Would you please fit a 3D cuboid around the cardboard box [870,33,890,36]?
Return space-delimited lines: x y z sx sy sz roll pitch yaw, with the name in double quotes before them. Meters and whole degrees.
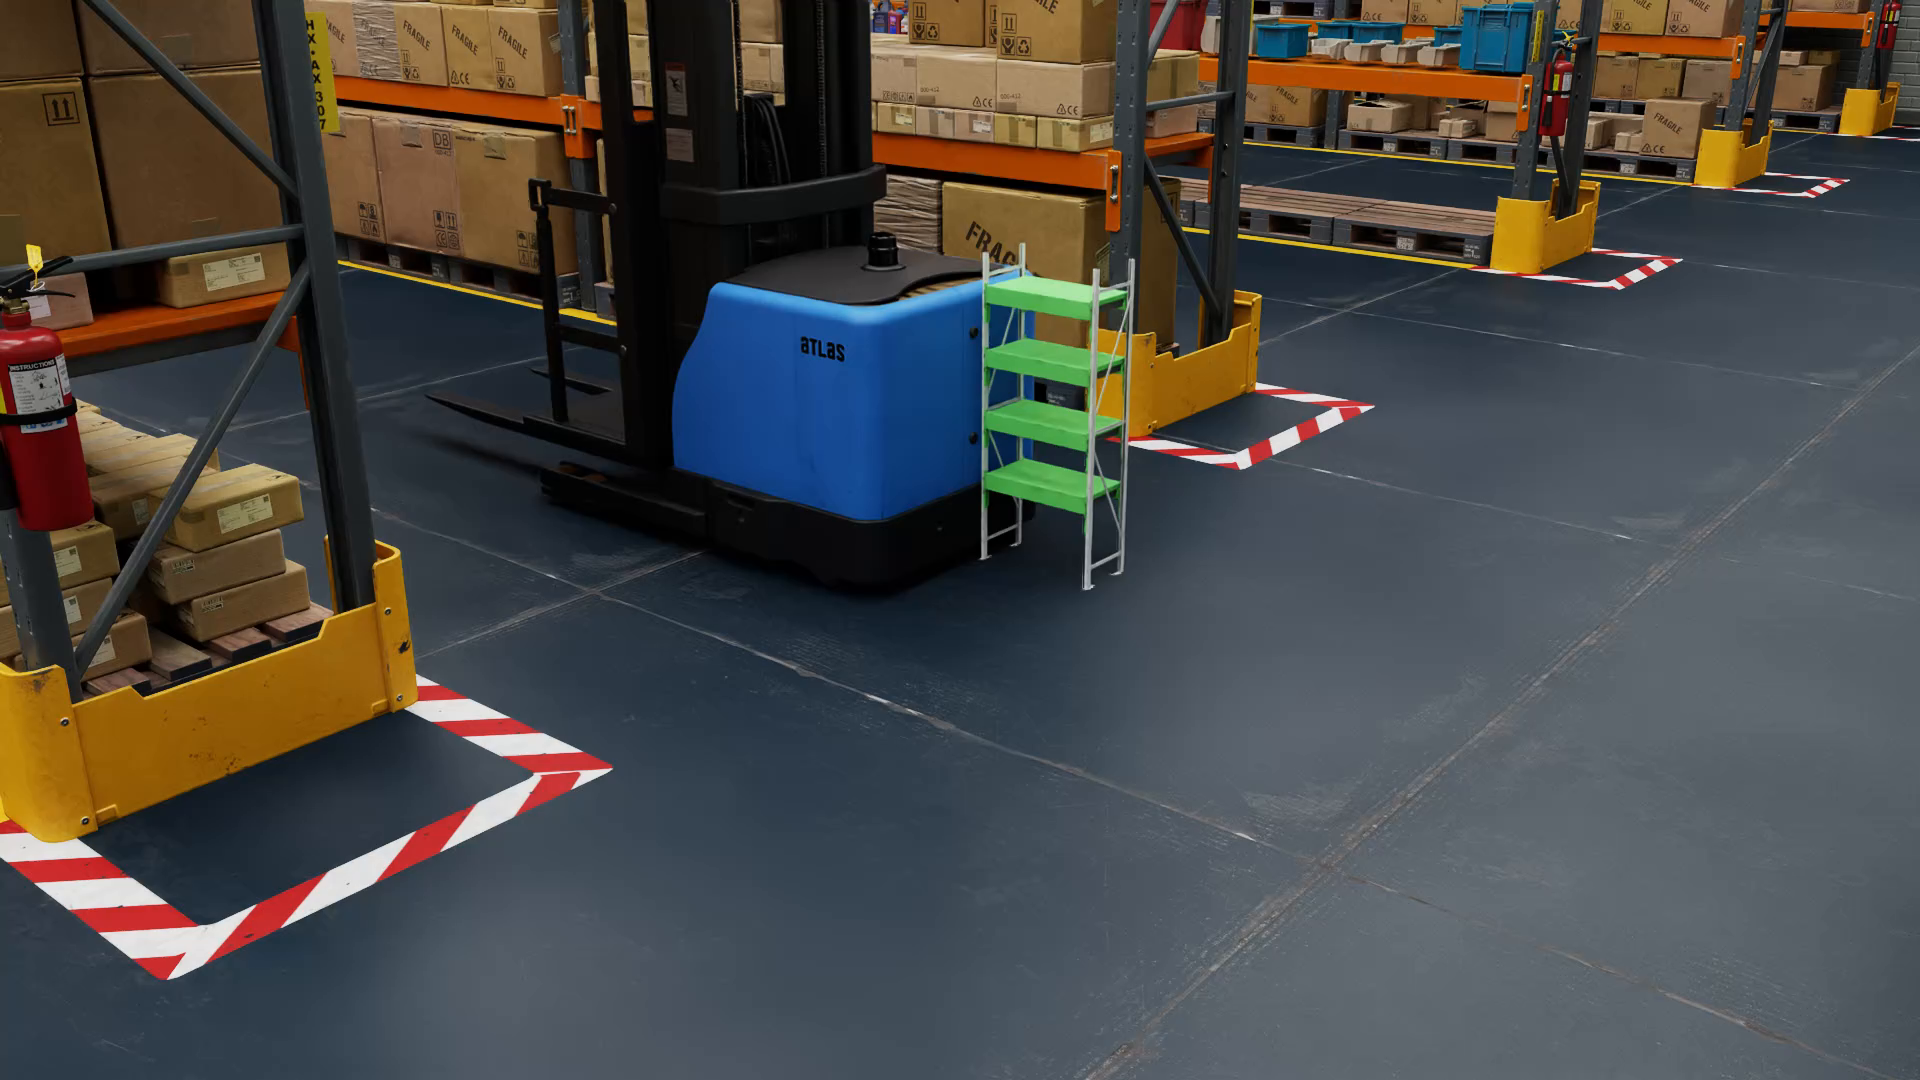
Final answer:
"cardboard box" -0.727 -2.795 9.620 0.500 0.250 0.500 17 26 37

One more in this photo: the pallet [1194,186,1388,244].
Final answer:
"pallet" 2.643 -2.605 13.277 1.213 0.211 1.003 16 26 36

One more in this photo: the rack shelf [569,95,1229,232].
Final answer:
"rack shelf" -0.483 -2.199 9.267 4.000 0.370 1.077 16 26 36

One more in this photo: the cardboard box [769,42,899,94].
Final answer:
"cardboard box" -0.670 -2.536 8.932 0.500 0.250 0.500 16 26 36

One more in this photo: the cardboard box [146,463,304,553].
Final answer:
"cardboard box" -2.339 -0.106 5.301 0.250 0.149 0.380 15 25 34

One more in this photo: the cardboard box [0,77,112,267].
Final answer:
"cardboard box" -2.659 -0.972 4.430 0.500 0.500 0.500 17 26 37

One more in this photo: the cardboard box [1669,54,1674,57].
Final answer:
"cardboard box" 8.700 -6.034 20.445 0.250 0.149 0.380 16 26 37

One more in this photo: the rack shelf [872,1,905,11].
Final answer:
"rack shelf" -0.414 -6.691 21.179 4.000 0.370 1.077 16 26 36

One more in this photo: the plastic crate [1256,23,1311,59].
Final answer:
"plastic crate" 2.445 -3.781 12.595 0.300 0.233 0.416 16 26 36

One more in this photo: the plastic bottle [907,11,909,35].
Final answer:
"plastic bottle" -0.368 -4.553 14.666 0.135 0.276 0.152 16 26 36

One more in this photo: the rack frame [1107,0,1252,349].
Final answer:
"rack frame" 1.066 -2.089 7.957 0.127 3.000 1.000 16 26 36

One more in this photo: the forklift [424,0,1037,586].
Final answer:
"forklift" -1.154 -1.609 6.780 3.031 2.935 1.130 16 26 36

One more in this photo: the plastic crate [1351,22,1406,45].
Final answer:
"plastic crate" 3.195 -3.832 12.730 0.300 0.233 0.416 16 26 36

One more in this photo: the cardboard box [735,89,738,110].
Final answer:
"cardboard box" -1.203 -2.475 9.335 0.250 0.149 0.380 16 26 36

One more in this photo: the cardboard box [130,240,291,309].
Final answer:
"cardboard box" -2.192 -0.800 4.895 0.250 0.149 0.380 16 26 36

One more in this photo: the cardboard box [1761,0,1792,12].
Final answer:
"cardboard box" 9.490 -6.562 19.393 0.700 0.700 0.980 16 26 36

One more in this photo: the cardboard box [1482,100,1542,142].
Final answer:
"cardboard box" 5.693 -4.309 16.757 0.637 0.503 0.797 16 26 36

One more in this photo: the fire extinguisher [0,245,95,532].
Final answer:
"fire extinguisher" -2.245 -0.363 4.017 0.183 0.674 0.296 16 26 36

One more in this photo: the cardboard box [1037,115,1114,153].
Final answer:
"cardboard box" 0.582 -1.961 7.973 0.250 0.149 0.380 17 26 37

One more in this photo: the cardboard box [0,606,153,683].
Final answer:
"cardboard box" -2.688 0.321 5.010 0.250 0.149 0.380 17 26 37

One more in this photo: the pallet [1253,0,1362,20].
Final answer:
"pallet" 3.684 -5.807 18.088 1.213 0.211 1.003 16 26 36

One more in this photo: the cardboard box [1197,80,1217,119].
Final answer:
"cardboard box" 2.905 -4.981 18.545 0.500 0.500 0.500 16 26 37

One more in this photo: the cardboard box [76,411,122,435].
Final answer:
"cardboard box" -3.196 -0.324 5.877 0.250 0.149 0.380 17 27 38

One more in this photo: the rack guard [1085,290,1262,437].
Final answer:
"rack guard" 1.085 -0.914 8.384 0.348 0.500 1.175 16 26 36

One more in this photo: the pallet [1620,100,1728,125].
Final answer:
"pallet" 8.852 -5.276 20.359 1.213 0.211 1.003 16 26 36

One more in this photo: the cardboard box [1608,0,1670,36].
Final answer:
"cardboard box" 6.410 -4.983 15.490 0.500 0.500 0.500 16 26 37

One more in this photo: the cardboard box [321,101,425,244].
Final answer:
"cardboard box" -3.924 -2.716 12.034 0.875 0.875 1.225 16 26 36

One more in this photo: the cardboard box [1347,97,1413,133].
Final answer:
"cardboard box" 4.422 -4.484 17.494 0.500 0.311 0.500 16 26 36

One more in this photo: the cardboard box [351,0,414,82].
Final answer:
"cardboard box" -3.741 -3.398 11.286 0.500 0.500 0.500 16 26 36

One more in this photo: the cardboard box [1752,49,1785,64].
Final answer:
"cardboard box" 9.444 -5.646 19.418 0.250 0.149 0.380 17 26 38

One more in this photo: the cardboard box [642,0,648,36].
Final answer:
"cardboard box" -1.447 -3.113 9.399 0.500 0.500 0.500 16 26 36

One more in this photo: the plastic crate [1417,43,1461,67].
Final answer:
"plastic crate" 3.452 -3.480 11.934 0.243 0.136 0.396 16 26 36

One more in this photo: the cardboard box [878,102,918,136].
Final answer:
"cardboard box" -0.210 -2.188 8.576 0.250 0.149 0.380 15 26 35

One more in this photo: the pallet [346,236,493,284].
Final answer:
"pallet" -3.627 -2.100 11.939 1.213 0.211 1.003 16 26 36

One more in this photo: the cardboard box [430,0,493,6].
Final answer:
"cardboard box" -3.057 -3.794 10.915 0.637 0.503 0.797 16 26 37

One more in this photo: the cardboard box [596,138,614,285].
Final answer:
"cardboard box" -1.572 -2.015 10.176 0.875 0.875 0.875 16 26 36

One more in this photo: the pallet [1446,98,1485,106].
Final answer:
"pallet" 6.718 -5.890 21.989 1.213 0.211 1.003 16 26 36

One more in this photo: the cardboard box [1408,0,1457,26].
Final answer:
"cardboard box" 4.855 -5.434 16.685 0.500 0.500 0.500 17 26 37

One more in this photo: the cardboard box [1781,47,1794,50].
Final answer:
"cardboard box" 9.687 -5.750 19.693 0.250 0.149 0.380 16 26 36

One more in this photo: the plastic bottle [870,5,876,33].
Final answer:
"plastic bottle" -0.794 -4.676 14.991 0.135 0.276 0.152 16 26 36

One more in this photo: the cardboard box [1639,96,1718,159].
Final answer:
"cardboard box" 6.756 -3.886 15.642 0.500 0.500 0.500 16 26 36

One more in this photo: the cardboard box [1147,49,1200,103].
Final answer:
"cardboard box" 0.865 -2.339 8.411 0.500 0.250 0.500 15 25 35

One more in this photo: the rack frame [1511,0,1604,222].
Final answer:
"rack frame" 4.198 -3.443 11.547 0.127 3.000 1.000 16 26 36

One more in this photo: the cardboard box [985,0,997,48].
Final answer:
"cardboard box" 0.478 -2.801 8.574 0.500 0.500 0.500 15 26 35

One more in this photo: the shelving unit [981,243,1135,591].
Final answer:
"shelving unit" 0.352 -0.460 6.187 0.503 1.200 0.258 16 26 36

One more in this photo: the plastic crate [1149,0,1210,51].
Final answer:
"plastic crate" 1.632 -4.126 13.182 0.583 0.464 0.402 16 26 36

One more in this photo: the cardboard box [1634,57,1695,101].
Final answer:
"cardboard box" 8.661 -5.648 20.341 0.500 0.500 0.700 17 26 37

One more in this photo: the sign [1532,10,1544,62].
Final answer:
"sign" 3.863 -3.365 11.110 0.005 0.325 0.100 16 26 36

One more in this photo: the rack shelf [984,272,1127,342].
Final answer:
"rack shelf" 0.352 -0.849 6.041 0.480 0.148 0.258 16 26 36
